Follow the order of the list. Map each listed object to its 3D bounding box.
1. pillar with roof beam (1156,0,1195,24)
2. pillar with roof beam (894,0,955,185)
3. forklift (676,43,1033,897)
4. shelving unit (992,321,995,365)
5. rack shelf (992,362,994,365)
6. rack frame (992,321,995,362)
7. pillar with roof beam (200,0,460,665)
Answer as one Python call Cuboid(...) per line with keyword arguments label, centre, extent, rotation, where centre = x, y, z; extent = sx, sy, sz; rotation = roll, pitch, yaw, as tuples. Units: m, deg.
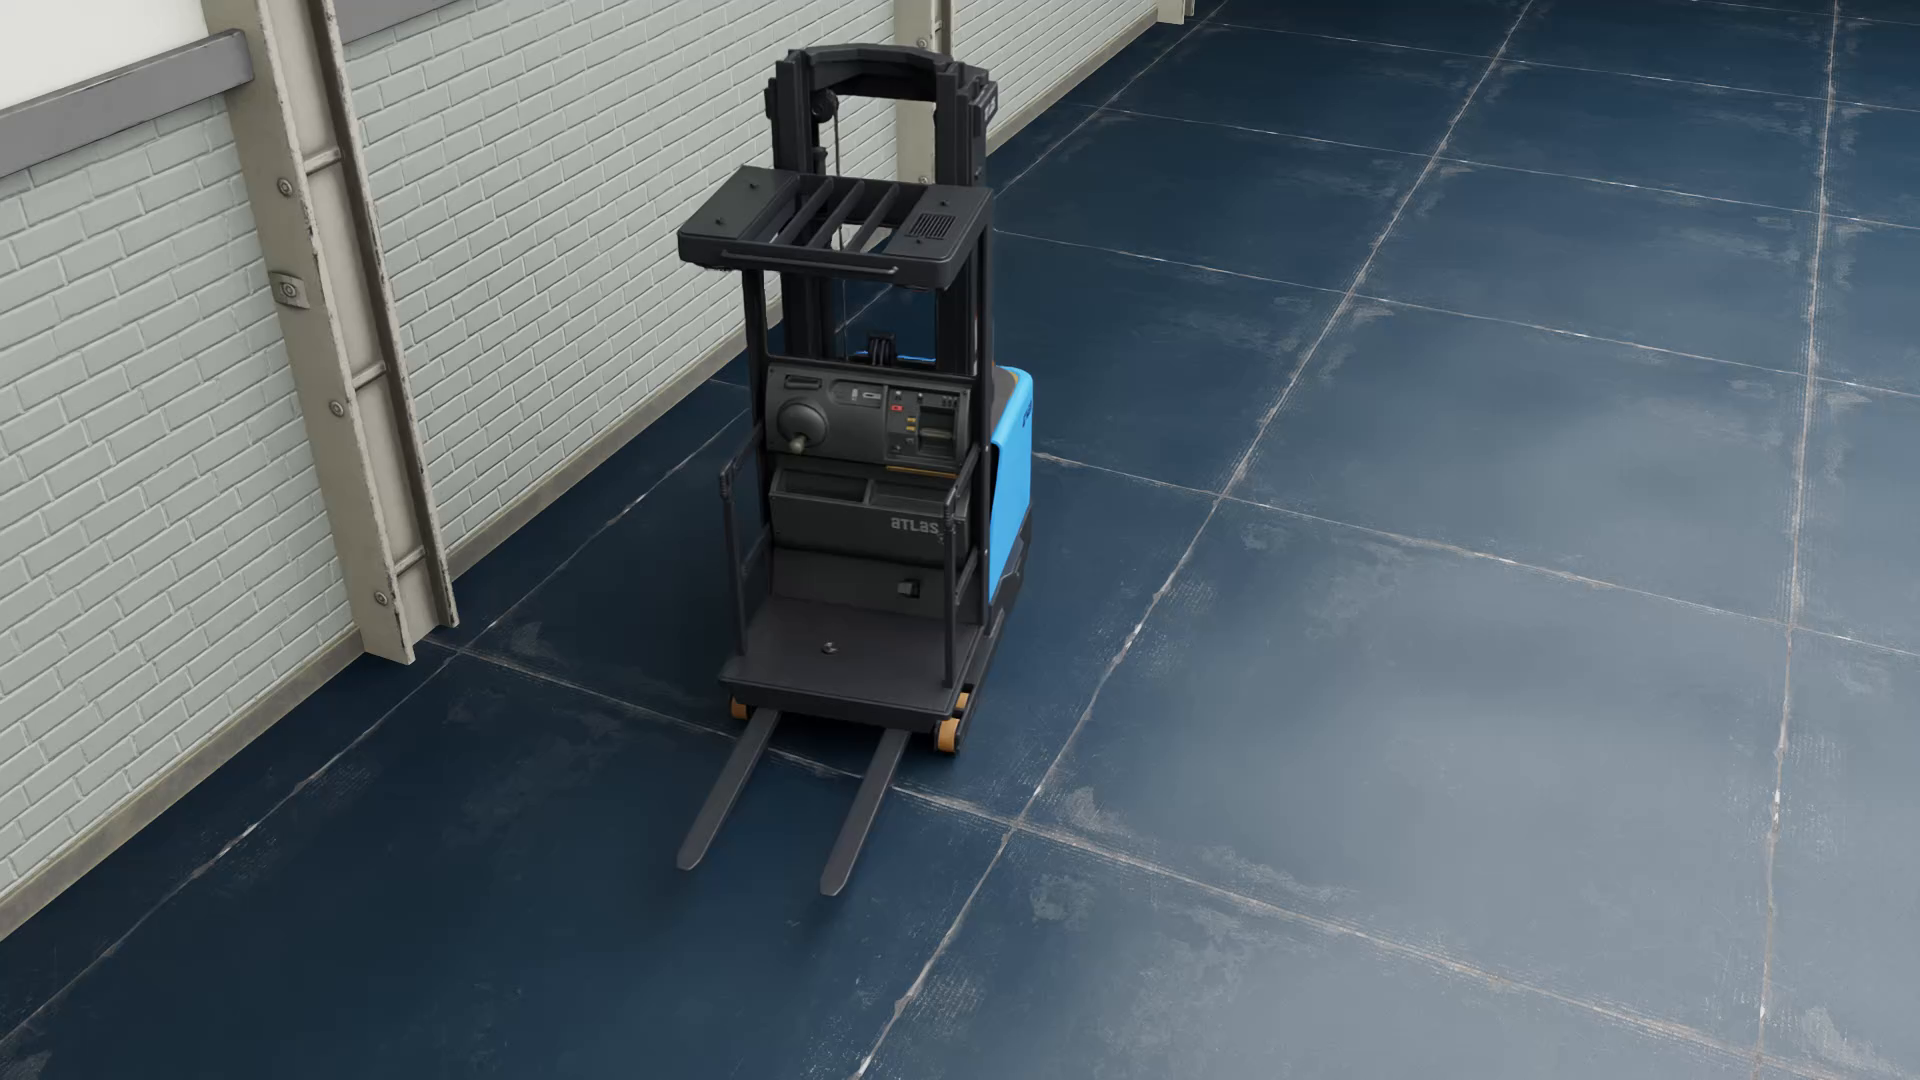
Cuboid(label="pillar with roof beam", centre=(6.161, -8.270, 13.524), extent=(9.100, 9.000, 0.400), rotation=(14, 36, 20))
Cuboid(label="pillar with roof beam", centre=(3.651, -5.282, 8.967), extent=(9.100, 9.000, 0.400), rotation=(14, 36, 20))
Cuboid(label="forklift", centre=(-0.461, -0.481, 7.180), extent=(1.130, 2.935, 3.031), rotation=(8, 34, 11))
Cuboid(label="shelving unit", centre=(0.041, -0.602, 8.942), extent=(0.258, 1.200, 0.189), rotation=(8, 34, 11))
Cuboid(label="rack shelf", centre=(0.041, -0.866, 8.769), extent=(0.258, 0.103, 0.180), rotation=(8, 34, 11))
Cuboid(label="rack frame", centre=(0.063, -0.650, 9.016), extent=(0.240, 1.200, 0.006), rotation=(8, 34, 11))
Cuboid(label="pillar with roof beam", centre=(1.140, -2.293, 4.409), extent=(9.100, 9.000, 0.400), rotation=(14, 36, 20))
